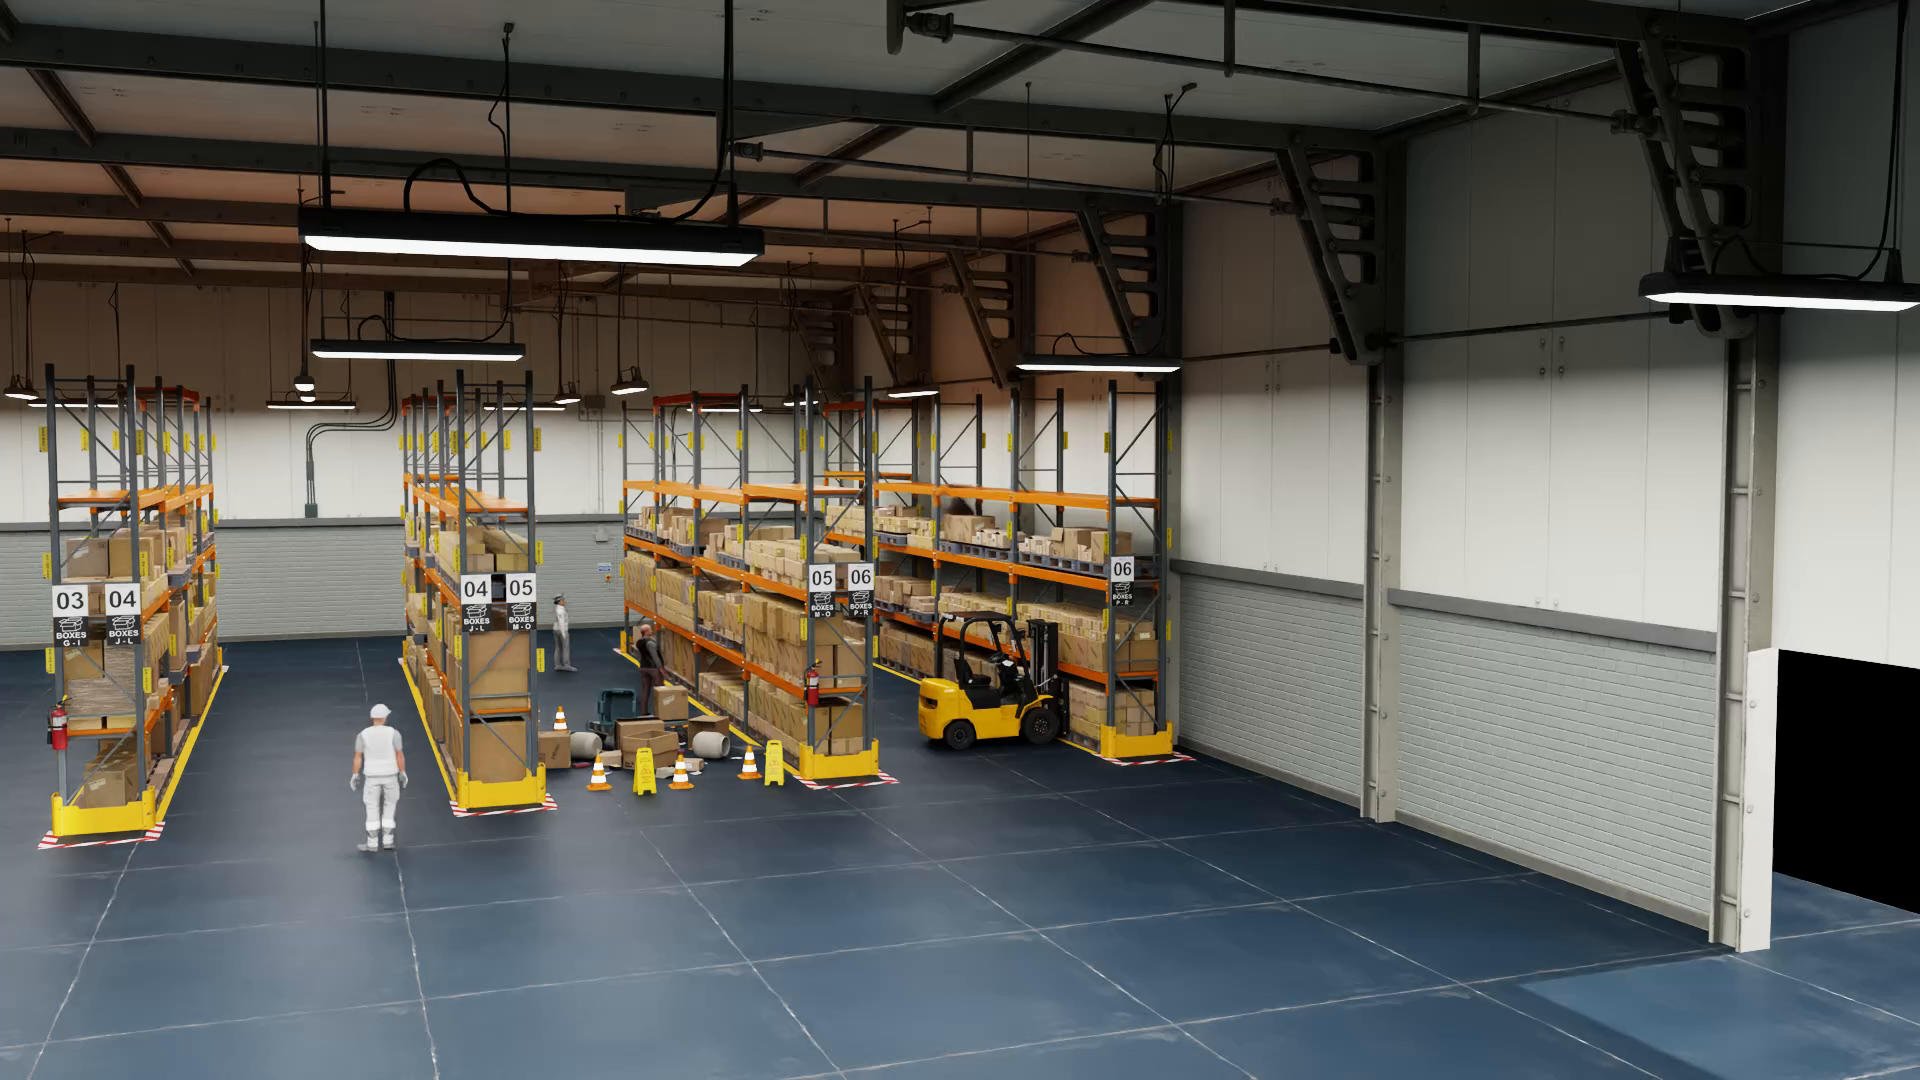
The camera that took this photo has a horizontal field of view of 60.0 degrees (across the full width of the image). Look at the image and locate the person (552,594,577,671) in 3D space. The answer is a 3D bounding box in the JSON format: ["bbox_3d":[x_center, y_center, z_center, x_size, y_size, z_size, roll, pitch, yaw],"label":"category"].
[{"bbox_3d":[-8.748,2.023,36.607,0.439,1.696,0.530,-3,5,-42],"label":"person"}]

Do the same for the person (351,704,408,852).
[{"bbox_3d":[-7.121,2.925,20.387,0.662,1.837,0.362,-1,3,-15],"label":"person"}]

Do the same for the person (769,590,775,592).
[{"bbox_3d":[-4.778,1.692,43.189,0.438,1.597,0.571,0,3,7],"label":"person"}]

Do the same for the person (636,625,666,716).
[{"bbox_3d":[-5.599,2.384,30.219,0.619,1.711,0.477,2,4,27],"label":"person"}]
